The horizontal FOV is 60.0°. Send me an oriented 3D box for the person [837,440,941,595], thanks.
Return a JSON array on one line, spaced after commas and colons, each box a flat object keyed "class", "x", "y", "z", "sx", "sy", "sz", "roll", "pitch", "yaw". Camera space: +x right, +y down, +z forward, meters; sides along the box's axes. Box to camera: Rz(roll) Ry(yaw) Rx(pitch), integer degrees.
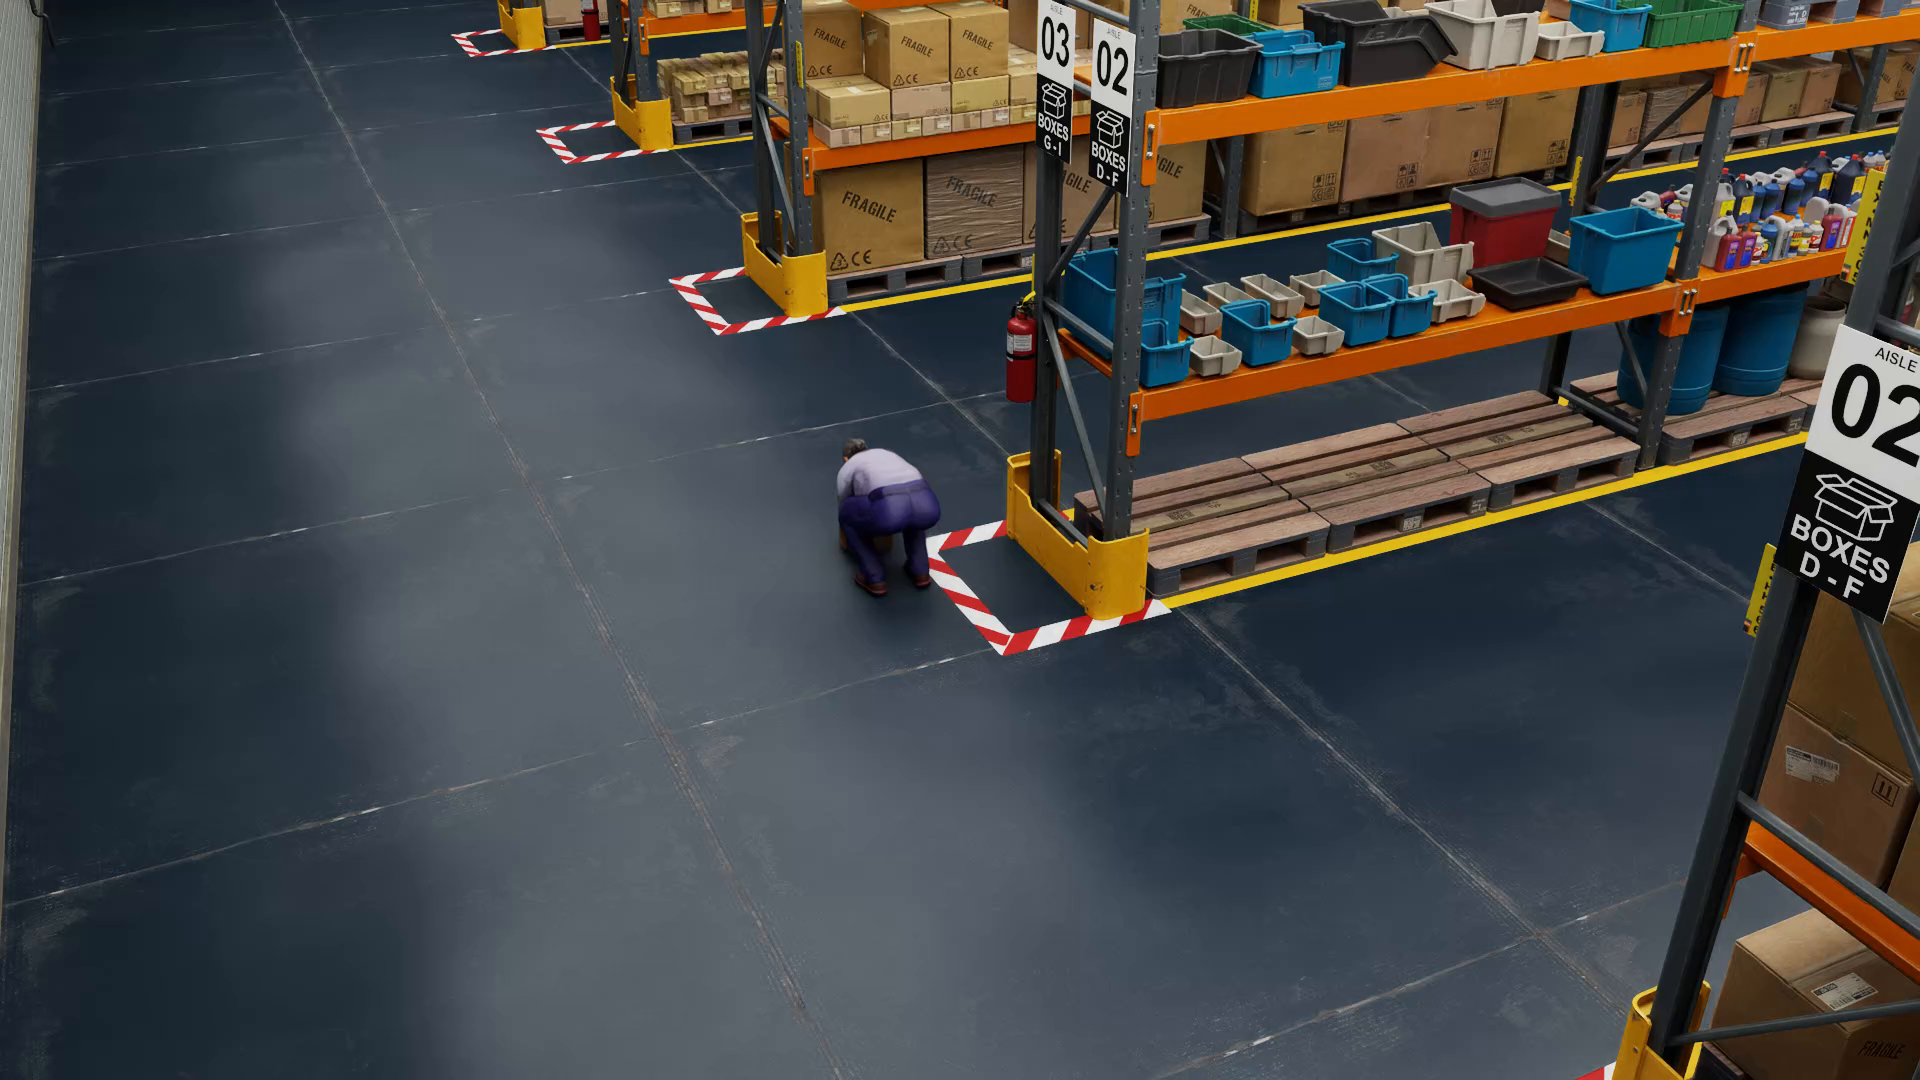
[{"class": "person", "x": -0.449, "y": -0.144, "z": 9.640, "sx": 0.516, "sy": 0.763, "sz": 0.905, "roll": -12, "pitch": 32, "yaw": -20}]
